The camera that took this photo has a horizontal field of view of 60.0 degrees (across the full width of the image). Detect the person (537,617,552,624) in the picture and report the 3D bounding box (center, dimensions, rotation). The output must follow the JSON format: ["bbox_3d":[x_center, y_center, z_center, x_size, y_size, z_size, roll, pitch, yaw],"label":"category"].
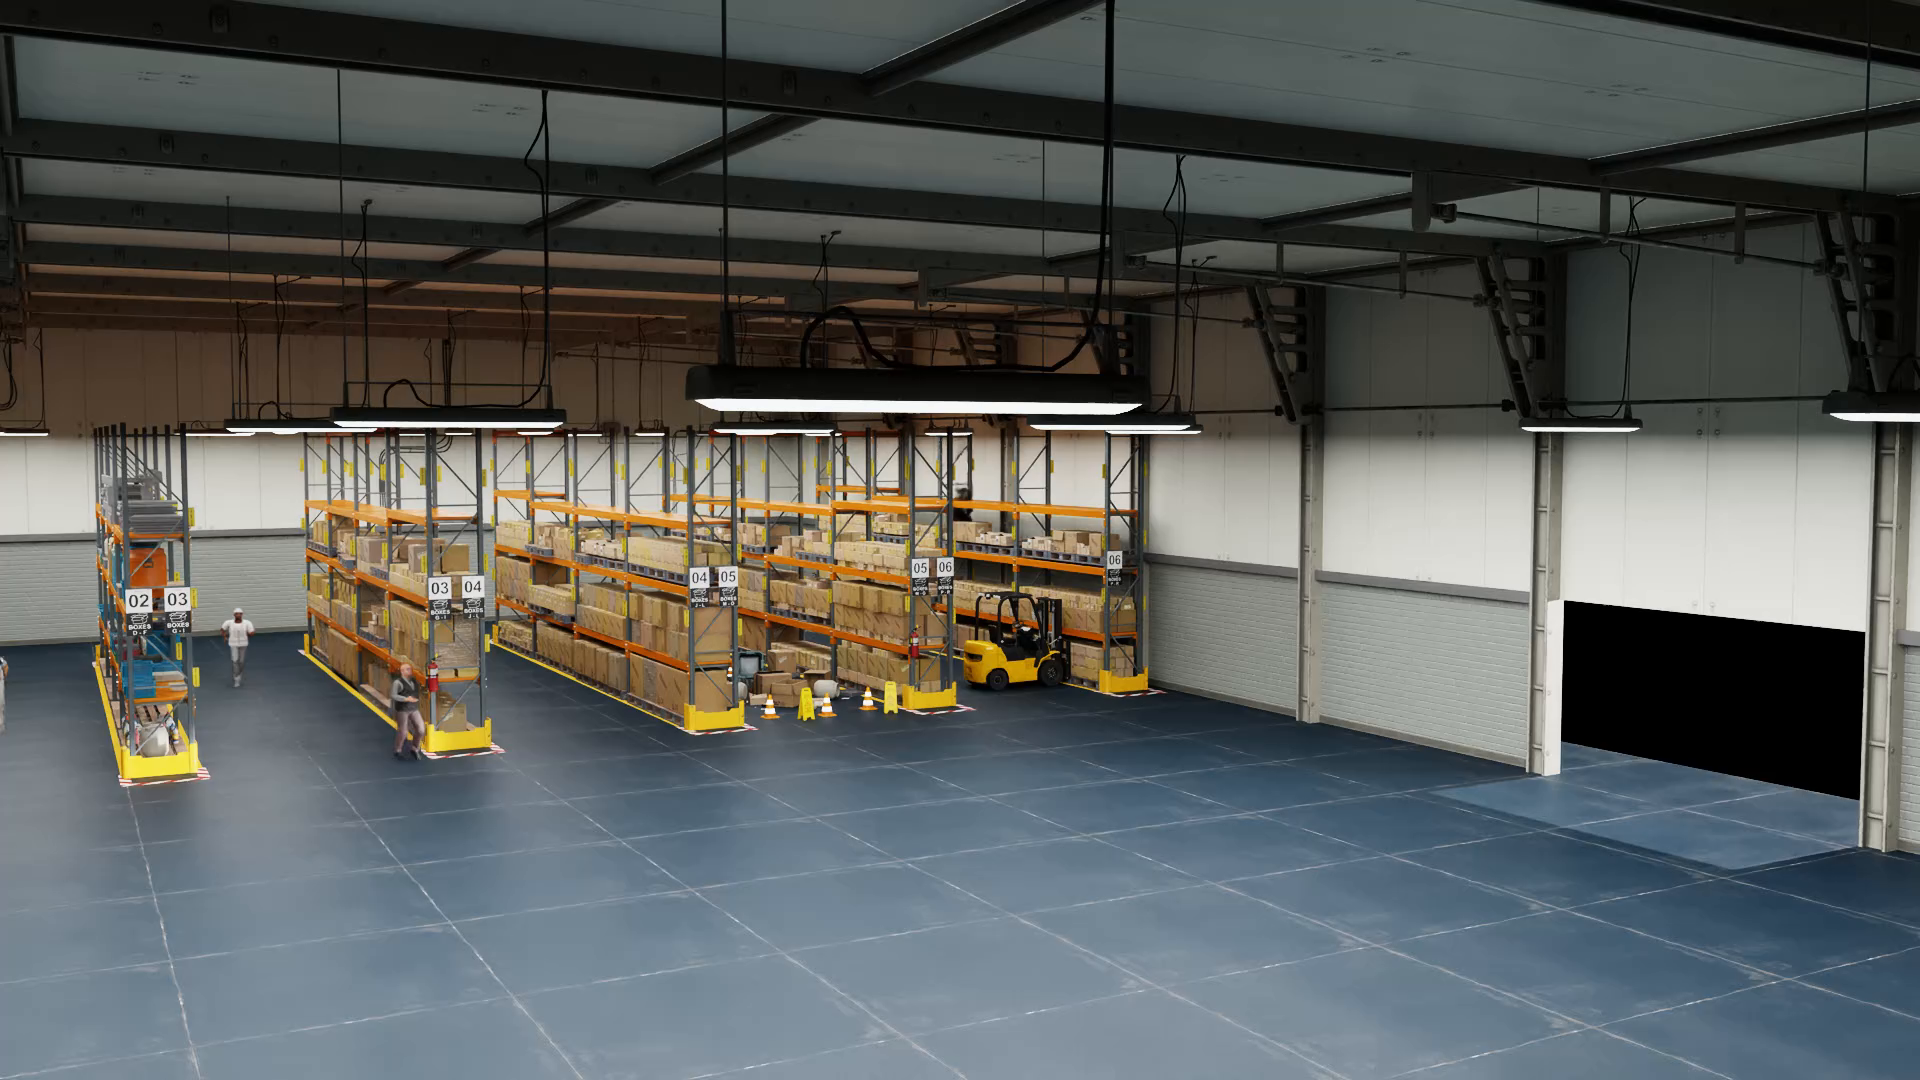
[{"bbox_3d":[-12.124,1.979,48.250,0.894,1.611,0.623,2,4,30],"label":"person"}]

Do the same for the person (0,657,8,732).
[{"bbox_3d":[-19.069,2.918,32.767,0.587,1.730,0.767,-2,4,-34],"label":"person"}]

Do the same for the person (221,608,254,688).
[{"bbox_3d":[-16.813,2.488,38.765,0.681,1.822,0.853,-2,4,-32],"label":"person"}]

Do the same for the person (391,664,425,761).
[{"bbox_3d":[-9.842,3.087,29.626,0.670,1.773,0.656,2,4,34],"label":"person"}]
